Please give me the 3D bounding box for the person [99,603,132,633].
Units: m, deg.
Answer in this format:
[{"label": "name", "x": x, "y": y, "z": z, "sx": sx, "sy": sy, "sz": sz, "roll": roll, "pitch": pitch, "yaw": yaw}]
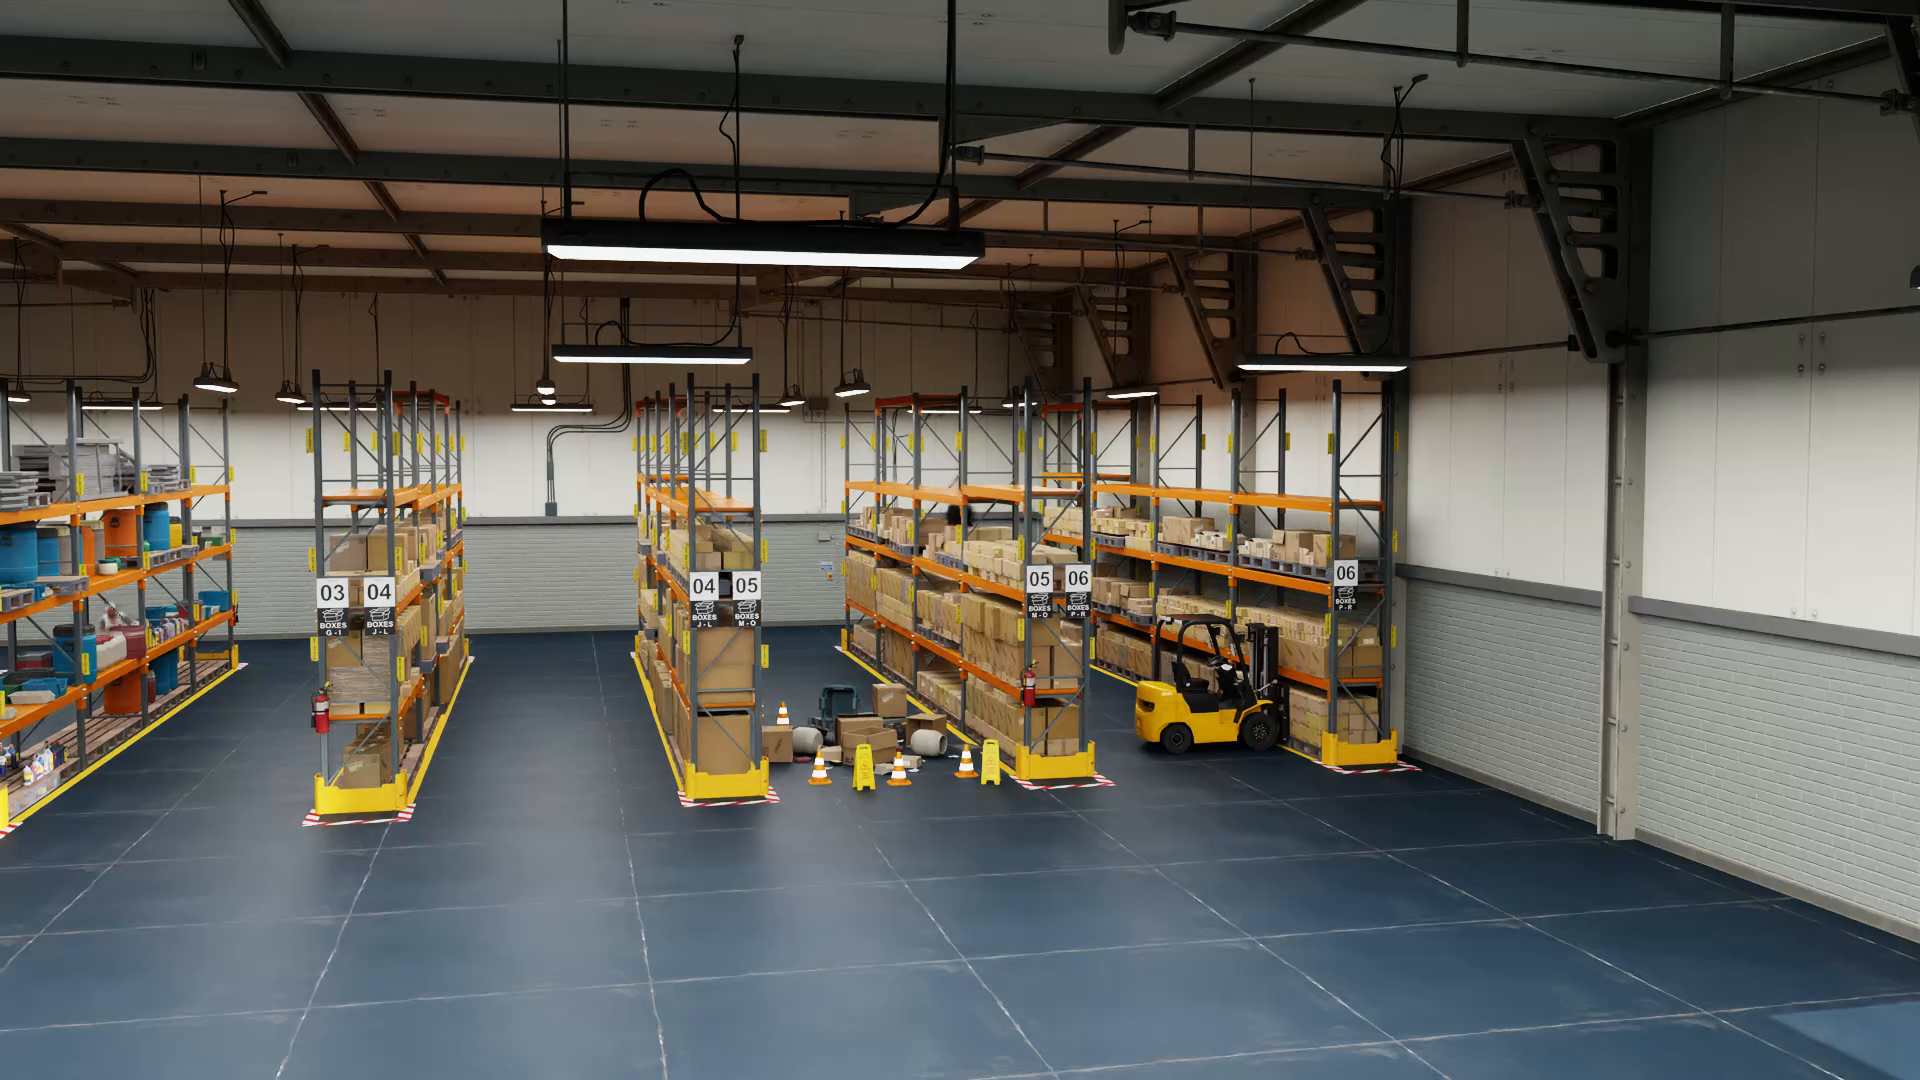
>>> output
[{"label": "person", "x": -18.105, "y": 2.129, "z": 35.687, "sx": 0.639, "sy": 1.614, "sz": 0.898, "roll": -1, "pitch": 4, "yaw": -23}]
